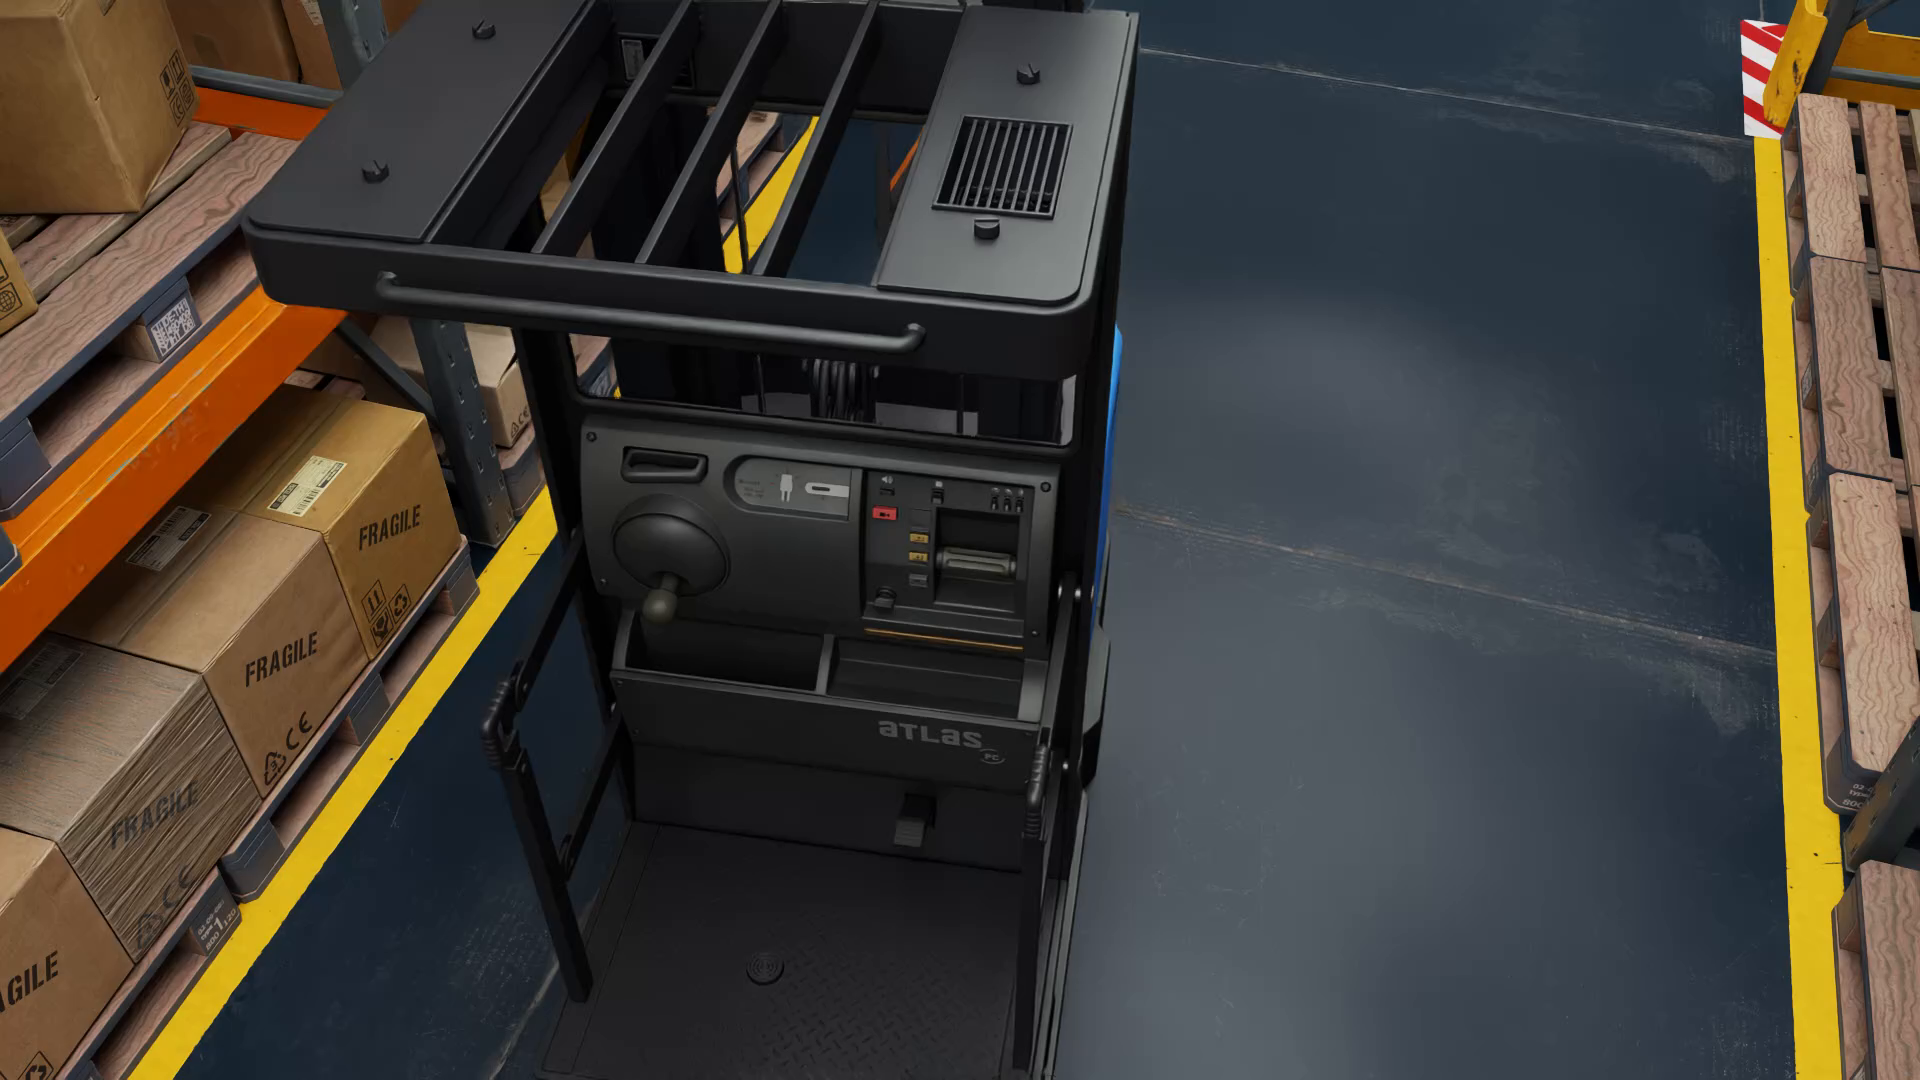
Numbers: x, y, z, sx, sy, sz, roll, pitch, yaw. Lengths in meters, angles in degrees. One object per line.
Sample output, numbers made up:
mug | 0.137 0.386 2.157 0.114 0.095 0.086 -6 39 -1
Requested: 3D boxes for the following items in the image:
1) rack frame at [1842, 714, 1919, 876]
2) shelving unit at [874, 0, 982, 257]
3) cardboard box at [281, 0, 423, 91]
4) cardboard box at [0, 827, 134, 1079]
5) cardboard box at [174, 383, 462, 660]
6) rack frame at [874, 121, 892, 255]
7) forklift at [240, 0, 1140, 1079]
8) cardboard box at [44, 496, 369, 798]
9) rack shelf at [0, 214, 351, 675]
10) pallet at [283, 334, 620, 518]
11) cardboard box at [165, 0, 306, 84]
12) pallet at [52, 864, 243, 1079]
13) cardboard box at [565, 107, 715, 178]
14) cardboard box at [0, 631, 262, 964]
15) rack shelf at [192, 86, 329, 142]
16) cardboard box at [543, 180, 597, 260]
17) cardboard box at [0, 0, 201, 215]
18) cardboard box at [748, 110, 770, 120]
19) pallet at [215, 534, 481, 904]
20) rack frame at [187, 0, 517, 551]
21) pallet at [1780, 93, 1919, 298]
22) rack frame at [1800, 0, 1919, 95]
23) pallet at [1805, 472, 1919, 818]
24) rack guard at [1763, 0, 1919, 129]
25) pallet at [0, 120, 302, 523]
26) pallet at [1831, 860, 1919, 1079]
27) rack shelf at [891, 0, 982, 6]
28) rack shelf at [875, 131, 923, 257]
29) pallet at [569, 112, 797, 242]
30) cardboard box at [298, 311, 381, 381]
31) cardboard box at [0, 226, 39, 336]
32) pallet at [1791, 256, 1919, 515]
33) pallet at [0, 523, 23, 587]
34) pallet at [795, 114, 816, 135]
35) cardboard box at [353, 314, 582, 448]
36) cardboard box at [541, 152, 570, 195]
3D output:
rack frame | 2.812 -0.133 3.242 1.000 3.000 0.127 13 46 13
shelving unit | 0.050 -0.861 4.628 0.431 2.100 0.503 13 46 13
cardboard box | -1.493 -1.503 4.570 0.500 0.500 0.500 14 46 14
cardboard box | -2.245 0.942 3.615 0.500 0.500 0.500 11 45 11
cardboard box | -1.784 -0.059 4.639 0.500 0.500 0.500 12 46 12
rack frame | -0.024 -0.698 4.462 0.400 2.100 0.015 13 46 13
forklift | -0.311 0.090 3.063 1.130 2.935 3.031 7 45 7
cardboard box | -1.941 0.268 4.304 0.500 0.500 0.500 13 46 13
rack shelf | -2.513 0.405 3.206 1.077 0.370 4.000 13 46 13
pallet | -1.698 -0.646 5.759 1.003 0.211 1.213 13 46 13
cardboard box | -2.000 -1.608 4.677 0.500 0.500 0.500 13 46 13
pallet | -2.485 1.178 3.896 1.003 0.211 1.213 13 46 13
cardboard box | -1.343 -1.703 6.316 0.797 0.503 0.637 13 46 13
cardboard box | -2.094 0.603 3.962 0.500 0.500 0.500 13 46 13
rack shelf | -1.302 -2.261 5.930 1.077 0.370 4.000 13 46 13
cardboard box | -1.322 -1.142 5.984 0.380 0.166 0.250 13 46 13
cardboard box | -2.264 -1.102 3.860 0.700 0.500 0.500 -1 44 -1
cardboard box | -0.942 -1.984 6.785 0.500 0.250 0.500 13 46 13
pallet | -2.118 0.362 4.729 1.003 0.211 1.213 13 46 13
rack frame | -1.907 -1.185 4.316 1.000 3.000 0.127 13 46 13
pallet | 3.737 -1.262 6.388 1.003 0.211 1.213 13 46 13
rack frame | 4.024 -2.800 5.966 1.000 3.000 0.127 13 46 13
pallet | 2.998 0.365 4.726 1.003 0.211 1.213 13 46 13
rack guard | 4.019 -1.925 6.860 1.175 0.500 0.348 13 46 13
pallet | -2.253 -0.607 3.863 1.003 0.211 1.213 13 46 13
pallet | 2.539 1.369 3.700 1.003 0.211 1.213 13 46 13
rack shelf | 0.050 -1.351 4.148 0.431 0.518 0.480 13 46 13
rack shelf | 0.050 -0.851 4.638 0.431 0.518 0.480 13 46 13
pallet | -1.331 -1.462 6.593 1.003 0.211 1.213 13 46 13
cardboard box | -2.005 -0.889 5.486 0.500 0.500 0.500 13 46 13
cardboard box | -2.412 -0.631 3.378 0.700 0.500 0.500 19 48 19
pallet | 3.366 -0.451 5.560 1.003 0.211 1.213 13 46 13
pallet | -2.534 0.253 2.984 1.003 0.211 1.213 13 46 13
pallet | -0.960 -2.272 7.421 1.003 0.211 1.213 13 46 13
cardboard box | -1.574 -0.615 5.342 0.500 0.311 0.500 13 46 13
cardboard box | -1.778 -1.321 6.063 0.500 0.311 0.500 13 46 13
